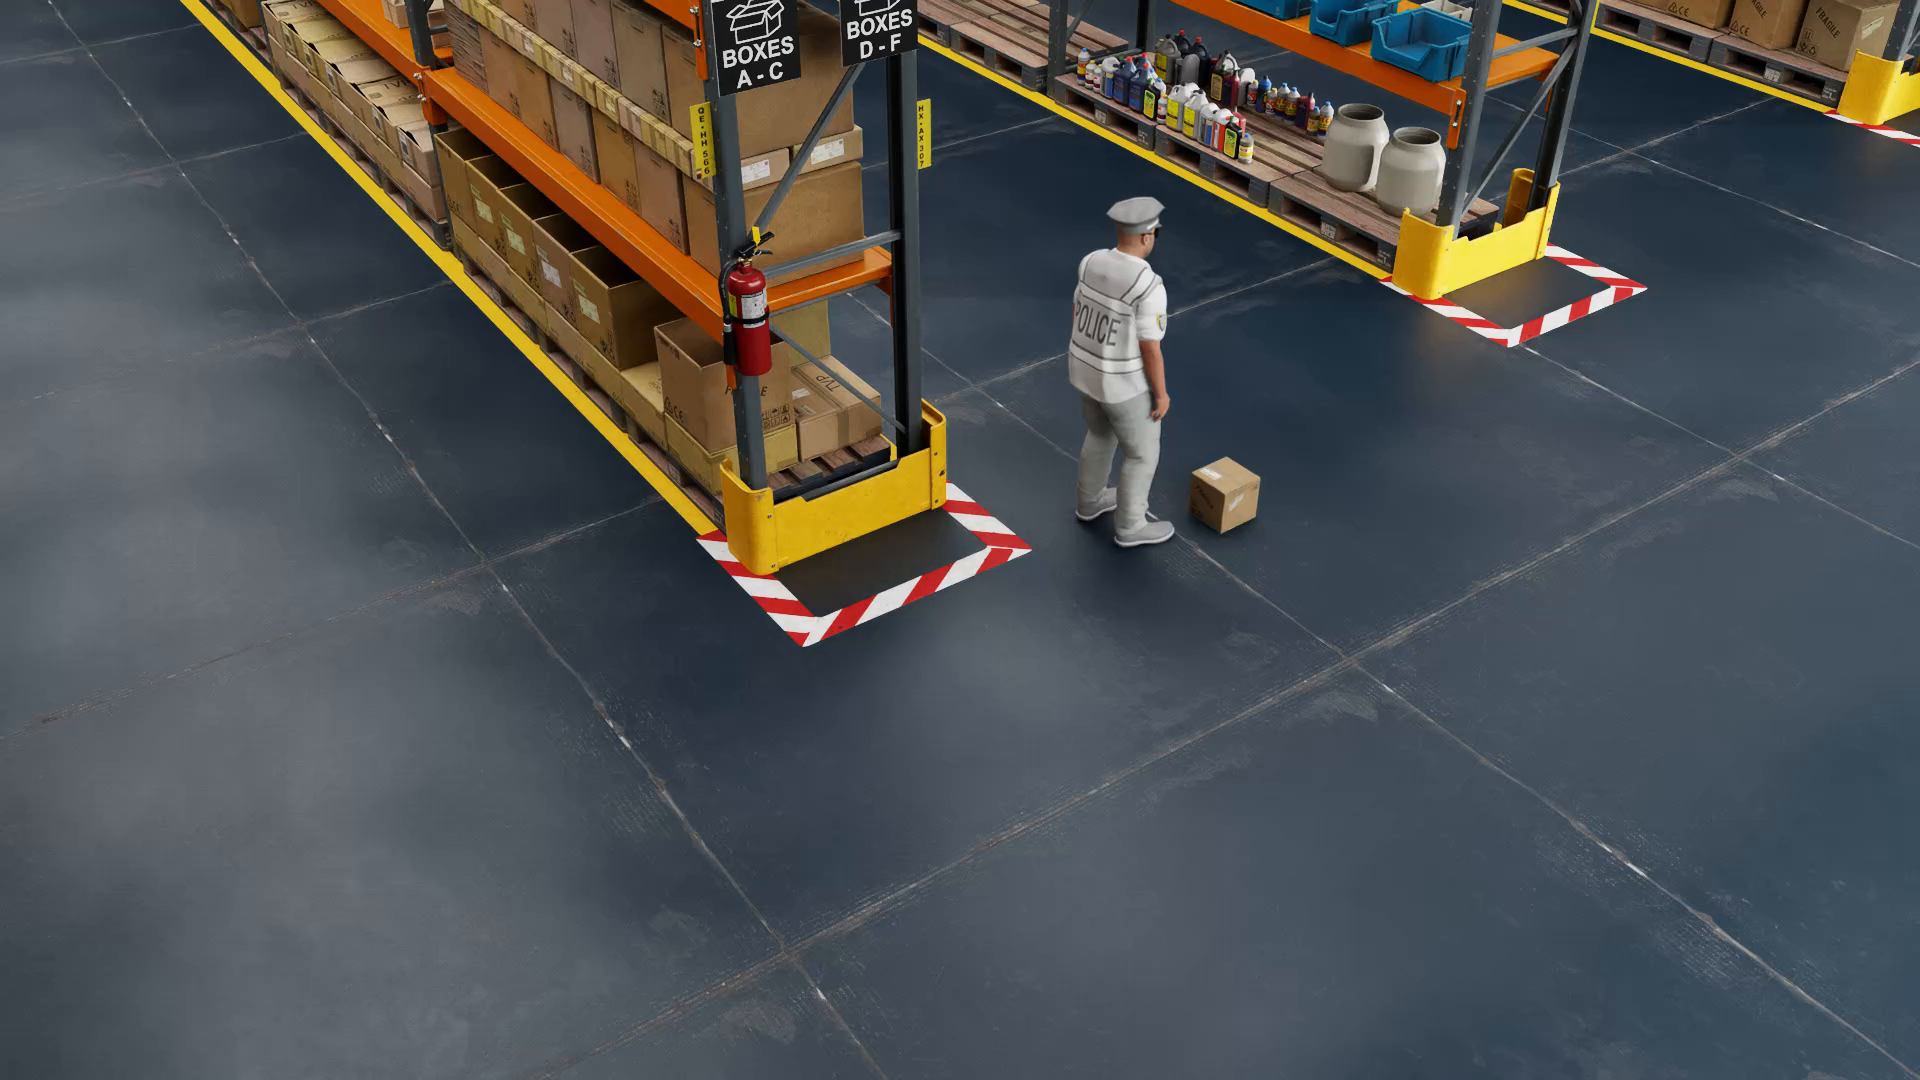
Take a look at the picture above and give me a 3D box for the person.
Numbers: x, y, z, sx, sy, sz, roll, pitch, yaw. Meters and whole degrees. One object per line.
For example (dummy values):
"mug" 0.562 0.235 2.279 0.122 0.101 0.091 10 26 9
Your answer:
"person" 0.771 -0.791 8.081 0.440 1.747 0.600 -25 43 -30
